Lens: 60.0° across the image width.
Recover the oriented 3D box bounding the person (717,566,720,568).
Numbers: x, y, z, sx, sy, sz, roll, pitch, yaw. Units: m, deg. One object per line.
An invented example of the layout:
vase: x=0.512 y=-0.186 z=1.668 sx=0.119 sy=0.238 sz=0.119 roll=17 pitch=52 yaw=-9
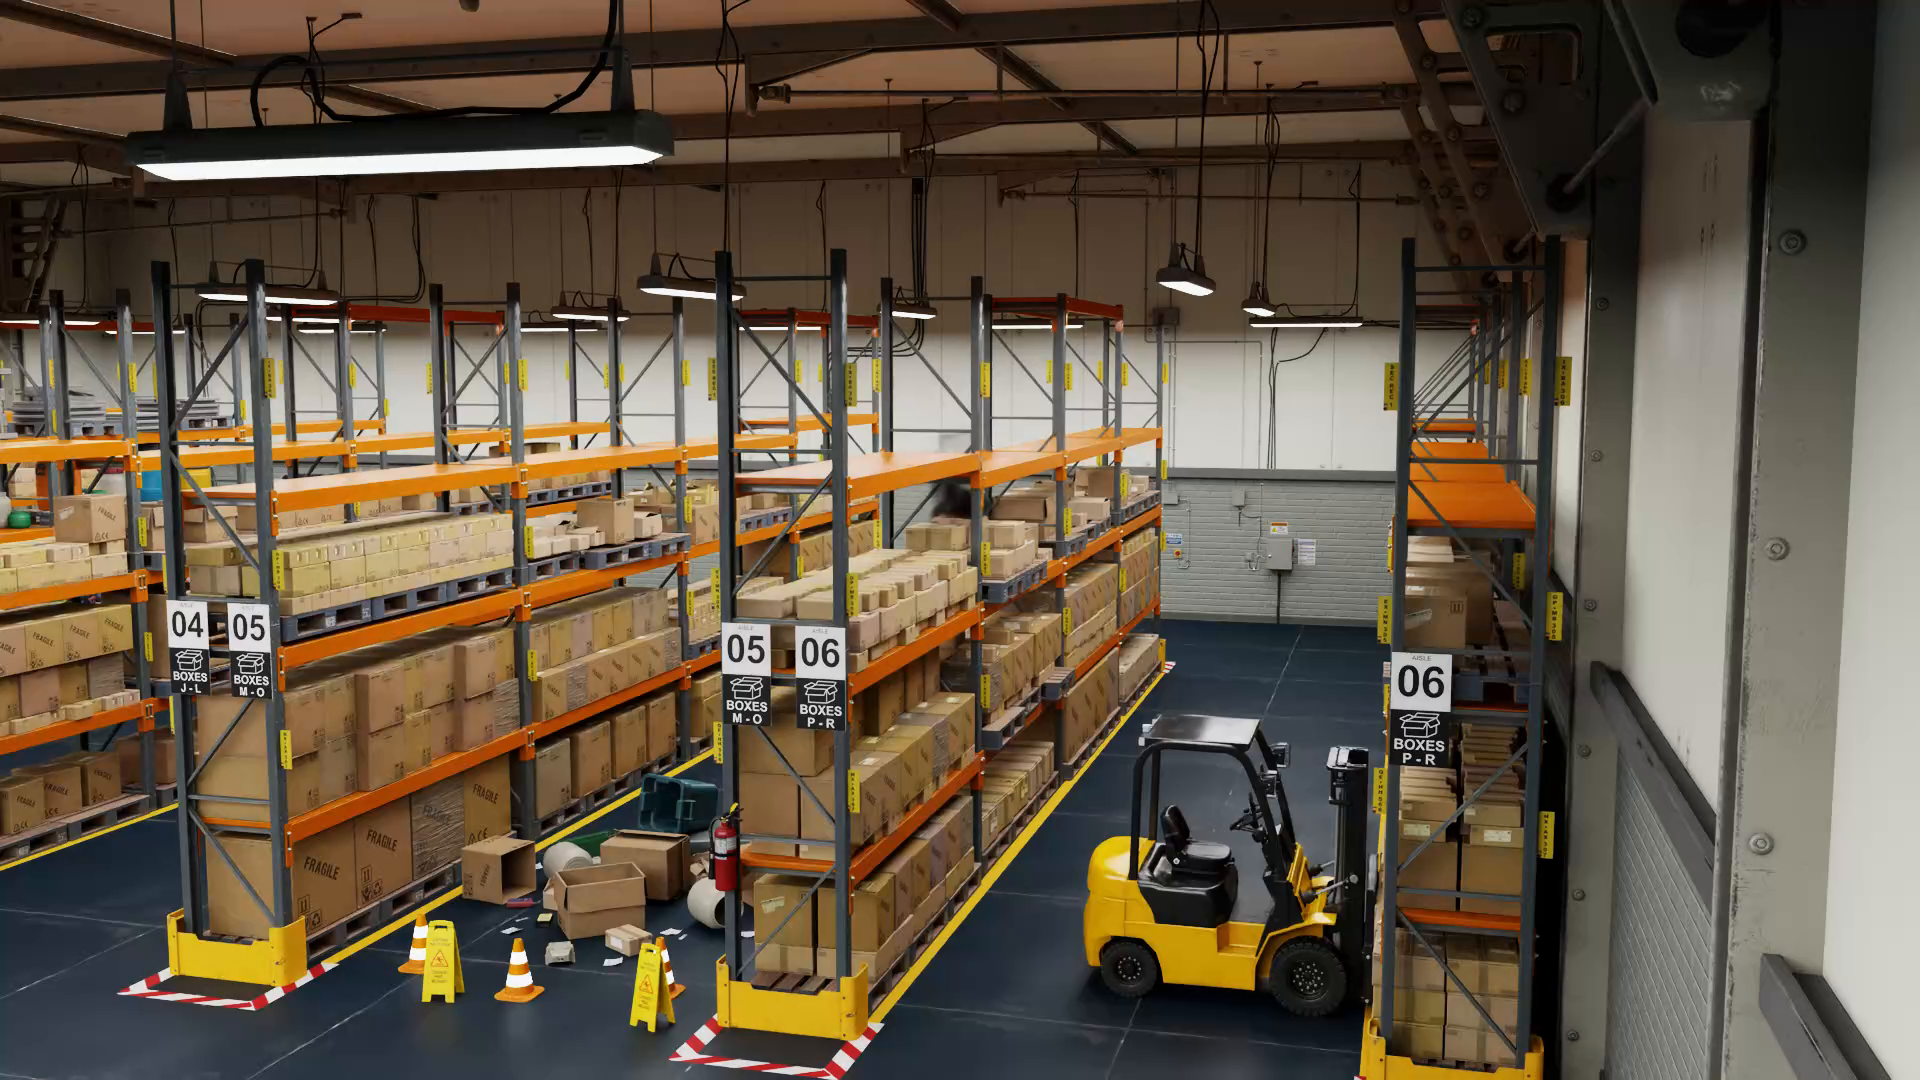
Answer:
person: x=-4.116 y=1.310 z=28.341 sx=0.740 sy=1.732 sz=0.574 roll=3 pitch=7 yaw=25

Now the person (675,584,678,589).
person: x=-4.505 y=1.523 z=26.881 sx=0.552 sy=1.640 sz=0.652 roll=2 pitch=6 yaw=20
